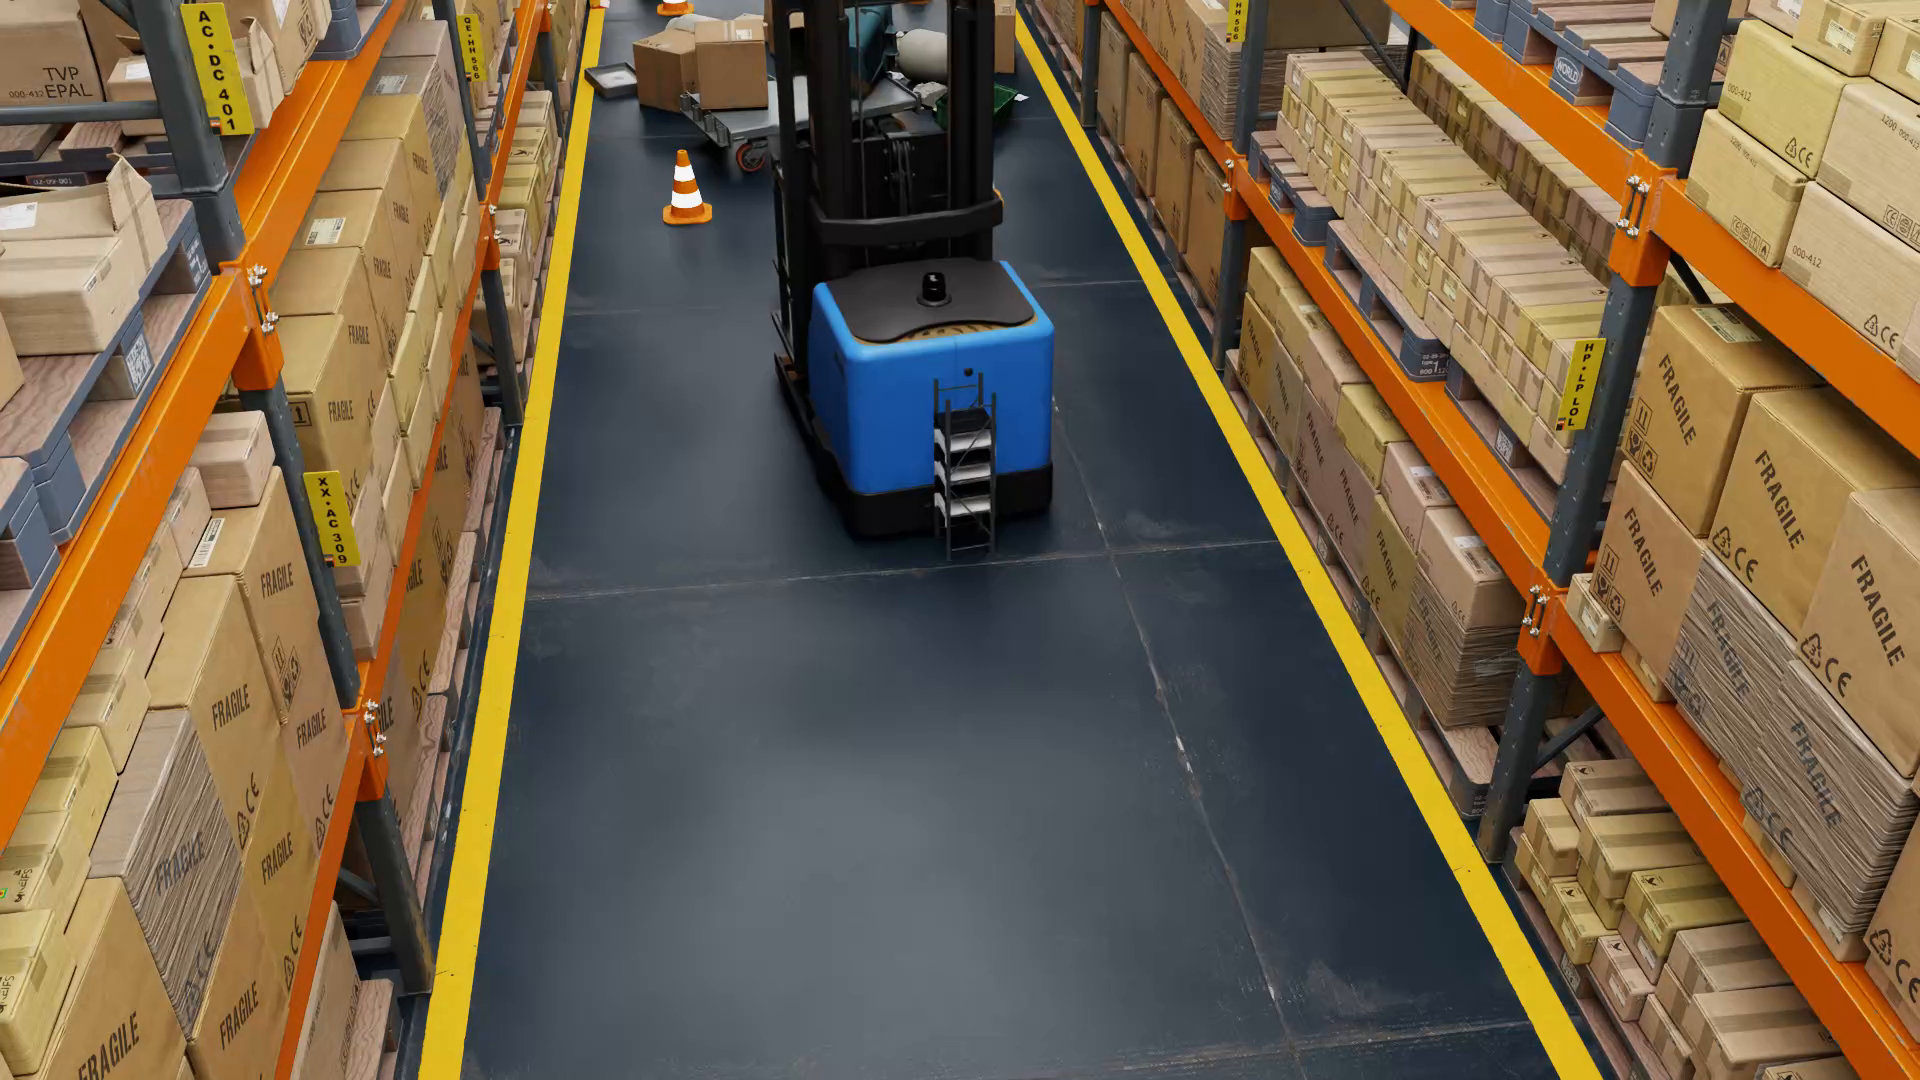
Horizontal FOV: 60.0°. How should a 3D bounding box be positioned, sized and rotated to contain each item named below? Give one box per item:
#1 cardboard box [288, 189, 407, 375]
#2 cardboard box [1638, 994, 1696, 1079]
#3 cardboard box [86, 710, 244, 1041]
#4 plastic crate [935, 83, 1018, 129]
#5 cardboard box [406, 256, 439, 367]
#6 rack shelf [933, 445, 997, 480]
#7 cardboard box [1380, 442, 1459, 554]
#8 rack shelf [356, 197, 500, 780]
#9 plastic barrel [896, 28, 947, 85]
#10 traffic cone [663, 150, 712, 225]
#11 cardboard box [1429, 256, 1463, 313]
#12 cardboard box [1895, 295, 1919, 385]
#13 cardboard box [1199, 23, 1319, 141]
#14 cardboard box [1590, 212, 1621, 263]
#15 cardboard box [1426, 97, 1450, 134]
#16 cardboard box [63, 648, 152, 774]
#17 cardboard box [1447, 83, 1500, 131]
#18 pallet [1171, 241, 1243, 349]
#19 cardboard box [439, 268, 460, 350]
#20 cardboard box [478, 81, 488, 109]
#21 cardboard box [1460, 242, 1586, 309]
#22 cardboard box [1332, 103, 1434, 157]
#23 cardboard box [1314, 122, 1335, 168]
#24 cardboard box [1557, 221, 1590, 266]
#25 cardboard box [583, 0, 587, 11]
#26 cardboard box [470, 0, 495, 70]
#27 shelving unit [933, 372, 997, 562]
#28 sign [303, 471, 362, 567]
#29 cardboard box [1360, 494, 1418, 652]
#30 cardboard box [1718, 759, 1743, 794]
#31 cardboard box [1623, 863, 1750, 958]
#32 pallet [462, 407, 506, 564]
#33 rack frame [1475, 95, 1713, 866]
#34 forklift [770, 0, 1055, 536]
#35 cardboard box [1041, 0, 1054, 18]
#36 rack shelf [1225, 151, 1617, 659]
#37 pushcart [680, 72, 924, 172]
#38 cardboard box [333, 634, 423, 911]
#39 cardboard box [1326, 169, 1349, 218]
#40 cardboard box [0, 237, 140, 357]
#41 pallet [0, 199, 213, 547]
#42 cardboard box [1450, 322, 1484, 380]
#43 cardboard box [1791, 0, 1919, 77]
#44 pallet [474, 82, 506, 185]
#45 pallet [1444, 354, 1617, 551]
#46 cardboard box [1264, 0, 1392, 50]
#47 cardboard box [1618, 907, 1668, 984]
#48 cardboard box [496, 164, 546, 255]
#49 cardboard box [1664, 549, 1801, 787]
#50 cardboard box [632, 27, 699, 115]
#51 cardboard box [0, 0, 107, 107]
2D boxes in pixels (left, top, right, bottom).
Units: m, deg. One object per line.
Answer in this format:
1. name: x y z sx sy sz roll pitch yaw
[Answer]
1. cardboard box: -2.308 -0.909 5.943 0.500 0.500 0.500 -5 35 -8
2. cardboard box: 2.454 1.597 5.402 0.380 0.149 0.250 -5 35 -7
3. cardboard box: -1.898 0.730 3.539 0.500 0.500 0.500 -4 34 -6
4. plastic crate: 0.121 -3.380 12.992 0.450 0.188 0.662 21 39 12
5. cardboard box: -2.362 -0.891 6.583 0.500 0.250 0.500 -5 35 -8
6. rack shelf: 0.022 -0.388 7.919 0.258 0.077 0.200 -9 35 -13
7. cardboard box: 2.112 -0.191 7.048 0.500 0.250 0.500 -3 34 -4
8. rack shelf: -2.642 -0.444 6.877 1.077 0.370 4.000 -4 35 -6
9. plastic barrel: -0.230 -3.973 13.704 0.512 0.421 0.421 20 39 26
10. traffic cone: -1.895 -2.455 11.442 0.336 0.463 0.334 -4 35 -6
11. cardboard box: 2.128 -1.039 6.697 0.380 0.149 0.250 -6 35 -9
12. cardboard box: 2.446 -0.385 3.621 0.500 0.250 0.500 -3 34 -4
13. cardboard box: 1.654 -2.561 9.255 0.500 0.500 0.500 -4 35 -6
14. cardboard box: 2.780 -1.207 6.680 0.380 0.149 0.250 -5 35 -7
15. cardboard box: 2.536 -2.091 8.241 0.380 0.149 0.250 -3 34 -5
16. cardboard box: -1.943 0.372 3.488 0.380 0.149 0.250 -5 35 -7
17. cardboard box: 2.568 -2.079 7.959 0.380 0.149 0.250 -3 34 -5
18. pallet: 1.949 -1.582 10.384 1.003 0.211 1.213 -4 35 -6
19. cardboard box: -2.449 -0.967 7.138 0.500 0.250 0.500 -5 35 -7
20. cardboard box: -2.766 -2.439 9.015 0.380 0.149 0.250 -7 35 -9
21. cardboard box: 2.166 -1.022 6.408 0.380 0.149 0.250 -4 35 -7
22. cardboard box: 1.953 -1.897 7.692 0.380 0.149 0.250 -6 35 -8
23. cardboard box: 1.924 -1.896 7.955 0.380 0.149 0.250 -5 35 -8
24. cardboard box: 2.740 -1.236 6.985 0.380 0.149 0.250 -5 35 -7
25. cardboard box: -3.608 -4.915 14.867 0.500 0.250 0.500 -5 35 -7
26. cardboard box: -2.819 -2.754 8.902 0.500 0.500 0.500 -3 34 -4
27. shelving unit: 0.022 -0.341 7.951 0.258 0.900 0.210 -9 35 -13
28. sign: -1.823 -0.058 4.833 0.100 0.325 0.005 -4 35 -6
29. cardboard box: 2.101 0.123 7.253 0.500 0.500 0.500 -5 35 -8
30. cardboard box: 2.460 0.666 4.833 0.380 0.149 0.250 -6 35 -8
31. cardboard box: 2.421 1.206 5.447 0.380 0.149 0.250 -5 35 -7
32. pallet: -2.879 -0.259 8.443 1.003 0.211 1.213 -4 35 -6
33. rack frame: 2.519 -0.056 5.669 1.000 3.000 0.127 -4 35 -6
34. forklift: -0.433 -2.058 8.667 1.130 2.935 3.031 -9 35 -13
35. cardboard box: 1.182 -5.184 14.707 0.875 0.875 0.875 -5 35 -7
36. rack shelf: 2.250 -0.875 7.509 1.077 0.370 4.000 -4 35 -6
37. pushcart: -1.196 -3.206 12.620 1.648 0.377 0.936 -16 38 -23
38. cardboard box: -2.535 0.739 6.015 0.875 0.875 0.875 -3 34 -5
39. cardboard box: 1.951 -1.643 7.847 0.380 0.149 0.250 -3 34 -4
40. cardboard box: -1.934 -0.496 3.412 0.380 0.149 0.250 -4 34 -5
41. pallet: -2.273 -0.371 3.545 1.003 0.211 1.213 -4 35 -6
42. cardboard box: 2.169 -0.757 6.547 0.380 0.149 0.250 -6 35 -9
43. cardboard box: 2.321 -1.270 4.122 0.380 0.149 0.250 -6 35 -8
44. pallet: -3.112 -2.168 8.937 1.213 0.211 1.003 -4 35 -6
45. pallet: 2.560 -0.415 6.365 1.003 0.211 1.213 -4 35 -6
46. cardboard box: 1.930 -2.994 9.004 0.700 0.500 0.500 -5 35 -7
47. cardboard box: 2.442 1.319 5.545 0.380 0.149 0.250 -5 35 -7
48. cardboard box: -3.180 -2.096 10.622 0.950 0.372 0.625 -3 34 -5
49. cardboard box: 2.409 0.350 4.719 0.500 0.500 0.500 -4 35 -6
50. cardboard box: -2.244 -3.758 13.319 0.500 0.500 0.500 20 39 26
51. cardboard box: -2.699 -1.477 4.797 0.500 0.311 0.500 -4 35 -6
